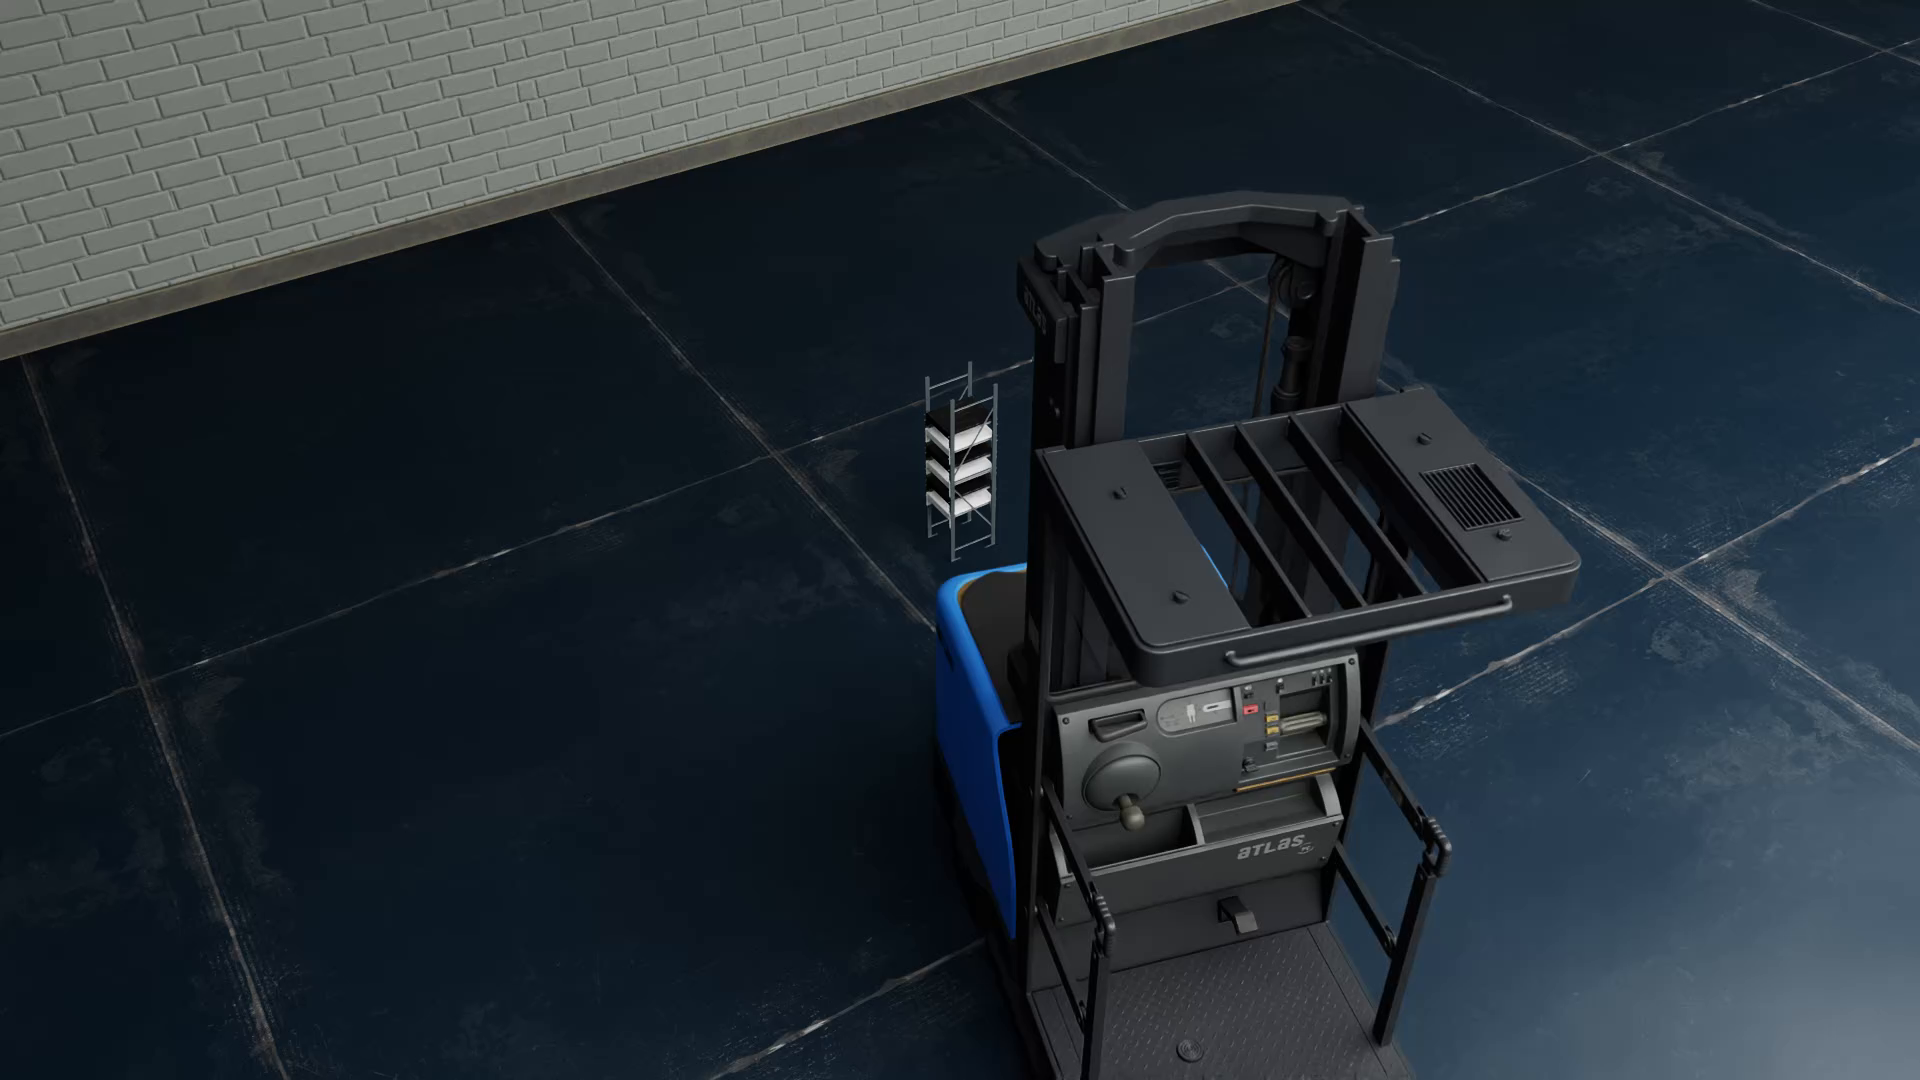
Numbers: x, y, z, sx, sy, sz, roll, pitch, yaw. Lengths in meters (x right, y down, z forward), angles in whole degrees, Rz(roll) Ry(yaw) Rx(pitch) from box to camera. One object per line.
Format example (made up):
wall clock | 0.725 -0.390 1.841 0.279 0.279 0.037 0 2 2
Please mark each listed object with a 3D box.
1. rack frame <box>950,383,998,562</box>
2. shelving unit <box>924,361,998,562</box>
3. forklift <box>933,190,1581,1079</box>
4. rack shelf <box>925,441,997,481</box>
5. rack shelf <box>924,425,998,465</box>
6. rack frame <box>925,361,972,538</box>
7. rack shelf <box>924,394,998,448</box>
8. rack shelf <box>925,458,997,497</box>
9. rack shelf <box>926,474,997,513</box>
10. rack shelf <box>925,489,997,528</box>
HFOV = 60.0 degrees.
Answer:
rack frame | 0.059 -0.286 7.391 0.240 0.900 0.006 -22 45 -24
shelving unit | 0.004 -0.341 7.457 0.258 0.900 0.210 -22 45 -24
forklift | 0.789 0.659 4.670 1.130 2.935 3.031 -10 41 -12
rack shelf | 0.004 -0.385 7.420 0.258 0.077 0.200 -22 45 -24
rack shelf | 0.004 -0.454 7.363 0.258 0.077 0.200 -22 45 -24
rack frame | -0.050 -0.396 7.523 0.240 0.900 0.006 -22 45 -24
rack shelf | 0.004 -0.523 7.305 0.258 0.077 0.200 -22 45 -24
rack shelf | 0.004 -0.316 7.478 0.258 0.077 0.200 -22 45 -24
rack shelf | 0.004 -0.247 7.536 0.258 0.077 0.200 -22 45 -24
rack shelf | 0.004 -0.177 7.593 0.258 0.077 0.200 -22 45 -24
